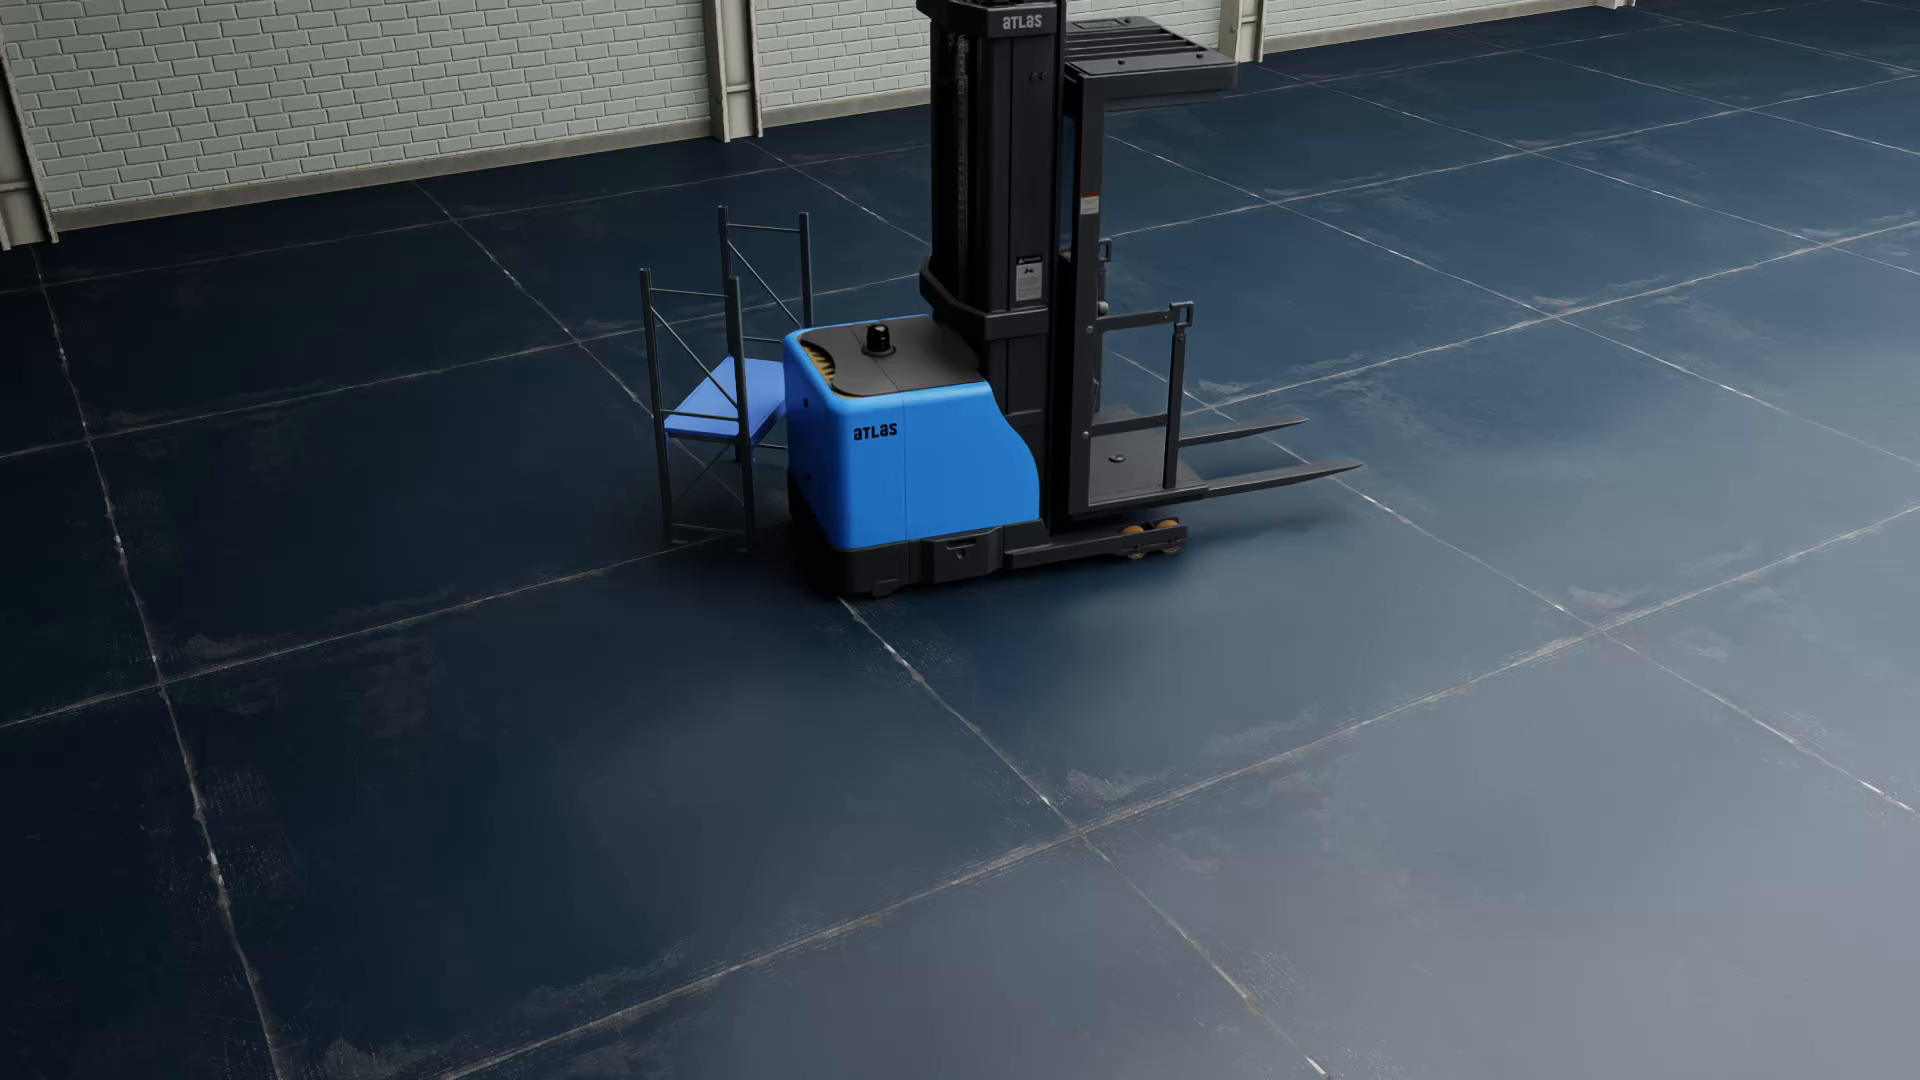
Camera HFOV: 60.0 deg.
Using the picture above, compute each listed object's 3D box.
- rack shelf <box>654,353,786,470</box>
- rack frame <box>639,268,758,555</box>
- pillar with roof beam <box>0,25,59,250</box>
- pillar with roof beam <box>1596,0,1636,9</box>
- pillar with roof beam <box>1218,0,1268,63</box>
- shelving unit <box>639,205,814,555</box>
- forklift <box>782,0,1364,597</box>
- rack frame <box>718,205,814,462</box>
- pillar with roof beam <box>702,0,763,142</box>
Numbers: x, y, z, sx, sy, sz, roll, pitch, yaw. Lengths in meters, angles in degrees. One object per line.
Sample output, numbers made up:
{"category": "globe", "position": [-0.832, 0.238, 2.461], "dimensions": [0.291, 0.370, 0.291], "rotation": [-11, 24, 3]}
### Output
{"category": "rack shelf", "position": [-1.172, -0.699, 8.836], "dimensions": [0.538, 0.185, 1.000], "rotation": [7, 30, 13]}
{"category": "rack frame", "position": [-1.298, -0.618, 8.318], "dimensions": [0.500, 1.500, 0.032], "rotation": [7, 30, 13]}
{"category": "pillar with roof beam", "position": [-5.087, -4.484, 7.561], "dimensions": [0.400, 9.000, 9.100], "rotation": [-16, 33, -26]}
{"category": "pillar with roof beam", "position": [10.433, -8.890, 15.545], "dimensions": [0.400, 9.000, 9.100], "rotation": [-16, 33, -26]}
{"category": "pillar with roof beam", "position": [5.260, -7.421, 12.883], "dimensions": [0.400, 9.000, 9.100], "rotation": [-16, 33, -26]}
{"category": "shelving unit", "position": [-1.172, -0.856, 8.749], "dimensions": [0.538, 1.500, 1.048], "rotation": [7, 30, 13]}
{"category": "forklift", "position": [0.657, -1.419, 8.288], "dimensions": [3.031, 2.935, 1.130], "rotation": [-9, 30, -16]}
{"category": "rack frame", "position": [-1.046, -1.094, 9.180], "dimensions": [0.500, 1.500, 0.032], "rotation": [7, 30, 13]}
{"category": "pillar with roof beam", "position": [0.087, -5.952, 10.222], "dimensions": [0.400, 9.000, 9.100], "rotation": [-16, 33, -26]}
